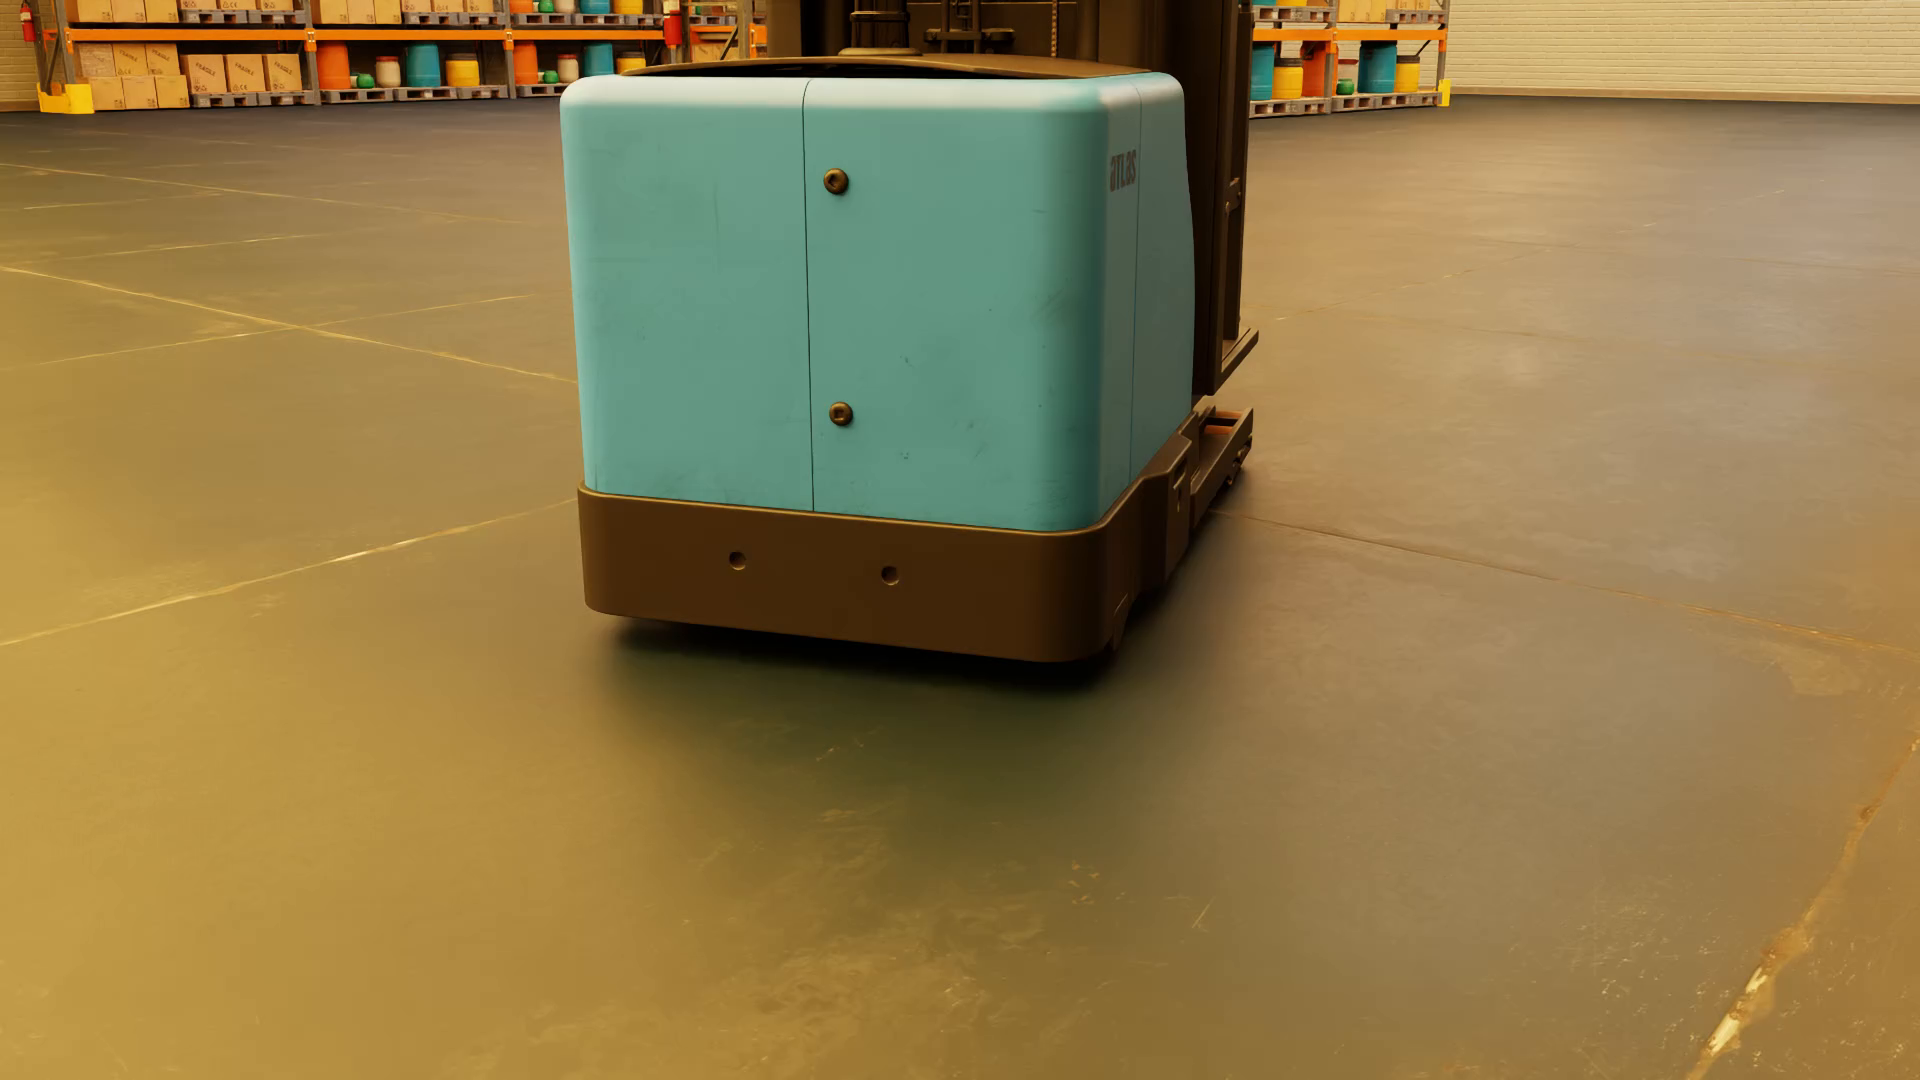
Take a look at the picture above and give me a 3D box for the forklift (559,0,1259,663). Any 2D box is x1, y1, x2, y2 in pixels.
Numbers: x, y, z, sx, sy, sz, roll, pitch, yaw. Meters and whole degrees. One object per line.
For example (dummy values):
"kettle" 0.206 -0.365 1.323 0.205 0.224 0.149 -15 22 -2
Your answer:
"forklift" 0.182 -1.571 4.072 1.130 2.935 3.031 5 18 17
